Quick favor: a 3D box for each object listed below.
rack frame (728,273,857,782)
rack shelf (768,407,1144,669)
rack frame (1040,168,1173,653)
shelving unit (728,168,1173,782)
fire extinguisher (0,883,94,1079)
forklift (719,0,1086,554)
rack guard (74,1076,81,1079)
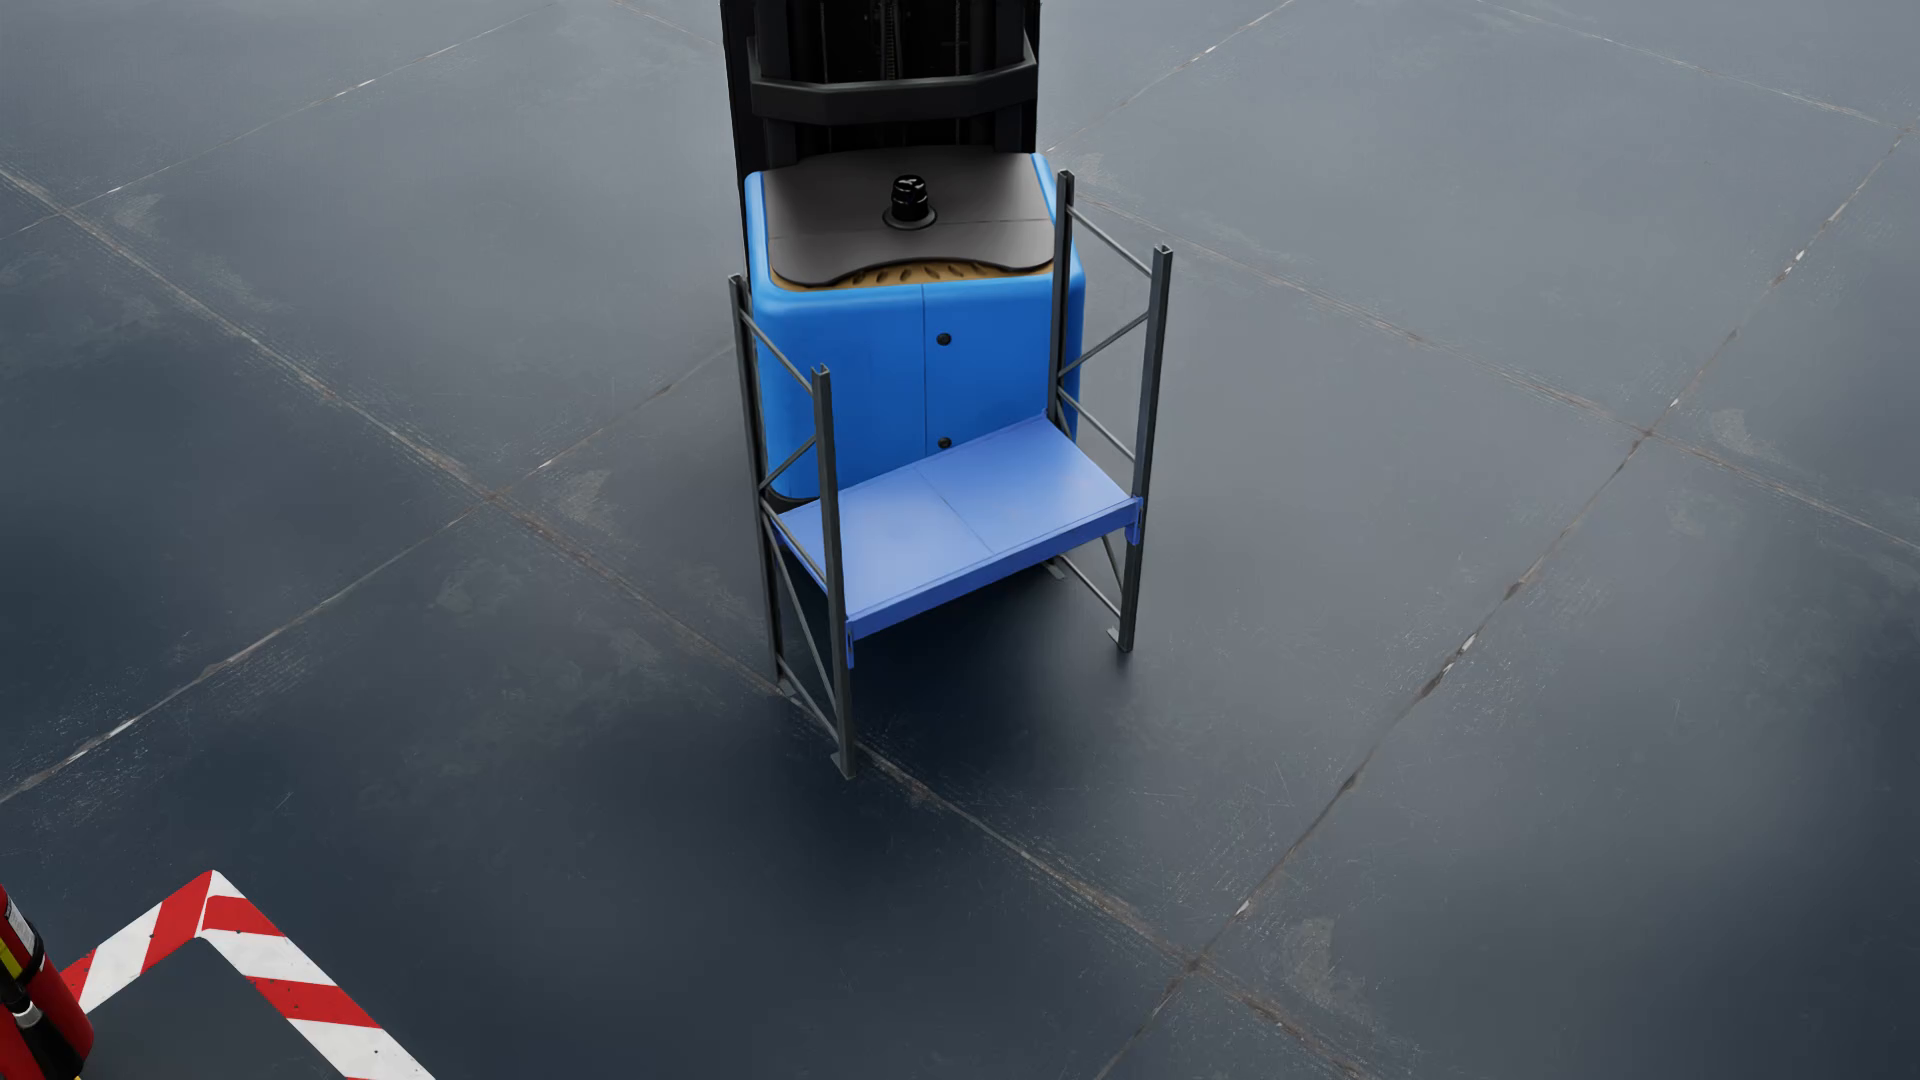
[{"bbox_3d":[-0.452,0.016,4.617,0.032,1.500,0.500,-22,47,-23],"label":"rack frame"},{"bbox_3d":[-0.018,-0.029,4.934,1.000,0.185,0.538,-22,47,-23],"label":"rack shelf"},{"bbox_3d":[0.416,-0.340,5.009,0.032,1.500,0.500,-22,47,-23],"label":"rack frame"},{"bbox_3d":[-0.018,-0.162,4.813,1.048,1.500,0.538,-22,47,-23],"label":"shelving unit"},{"bbox_3d":[-1.674,0.689,2.820,0.296,0.674,0.183,29,50,28],"label":"fire extinguisher"},{"bbox_3d":[-0.301,-2.027,5.801,1.130,2.935,3.031,-5,43,-5],"label":"forklift"},{"bbox_3d":[-2.090,1.433,3.803,1.175,0.500,0.348,29,50,28],"label":"rack guard"}]
